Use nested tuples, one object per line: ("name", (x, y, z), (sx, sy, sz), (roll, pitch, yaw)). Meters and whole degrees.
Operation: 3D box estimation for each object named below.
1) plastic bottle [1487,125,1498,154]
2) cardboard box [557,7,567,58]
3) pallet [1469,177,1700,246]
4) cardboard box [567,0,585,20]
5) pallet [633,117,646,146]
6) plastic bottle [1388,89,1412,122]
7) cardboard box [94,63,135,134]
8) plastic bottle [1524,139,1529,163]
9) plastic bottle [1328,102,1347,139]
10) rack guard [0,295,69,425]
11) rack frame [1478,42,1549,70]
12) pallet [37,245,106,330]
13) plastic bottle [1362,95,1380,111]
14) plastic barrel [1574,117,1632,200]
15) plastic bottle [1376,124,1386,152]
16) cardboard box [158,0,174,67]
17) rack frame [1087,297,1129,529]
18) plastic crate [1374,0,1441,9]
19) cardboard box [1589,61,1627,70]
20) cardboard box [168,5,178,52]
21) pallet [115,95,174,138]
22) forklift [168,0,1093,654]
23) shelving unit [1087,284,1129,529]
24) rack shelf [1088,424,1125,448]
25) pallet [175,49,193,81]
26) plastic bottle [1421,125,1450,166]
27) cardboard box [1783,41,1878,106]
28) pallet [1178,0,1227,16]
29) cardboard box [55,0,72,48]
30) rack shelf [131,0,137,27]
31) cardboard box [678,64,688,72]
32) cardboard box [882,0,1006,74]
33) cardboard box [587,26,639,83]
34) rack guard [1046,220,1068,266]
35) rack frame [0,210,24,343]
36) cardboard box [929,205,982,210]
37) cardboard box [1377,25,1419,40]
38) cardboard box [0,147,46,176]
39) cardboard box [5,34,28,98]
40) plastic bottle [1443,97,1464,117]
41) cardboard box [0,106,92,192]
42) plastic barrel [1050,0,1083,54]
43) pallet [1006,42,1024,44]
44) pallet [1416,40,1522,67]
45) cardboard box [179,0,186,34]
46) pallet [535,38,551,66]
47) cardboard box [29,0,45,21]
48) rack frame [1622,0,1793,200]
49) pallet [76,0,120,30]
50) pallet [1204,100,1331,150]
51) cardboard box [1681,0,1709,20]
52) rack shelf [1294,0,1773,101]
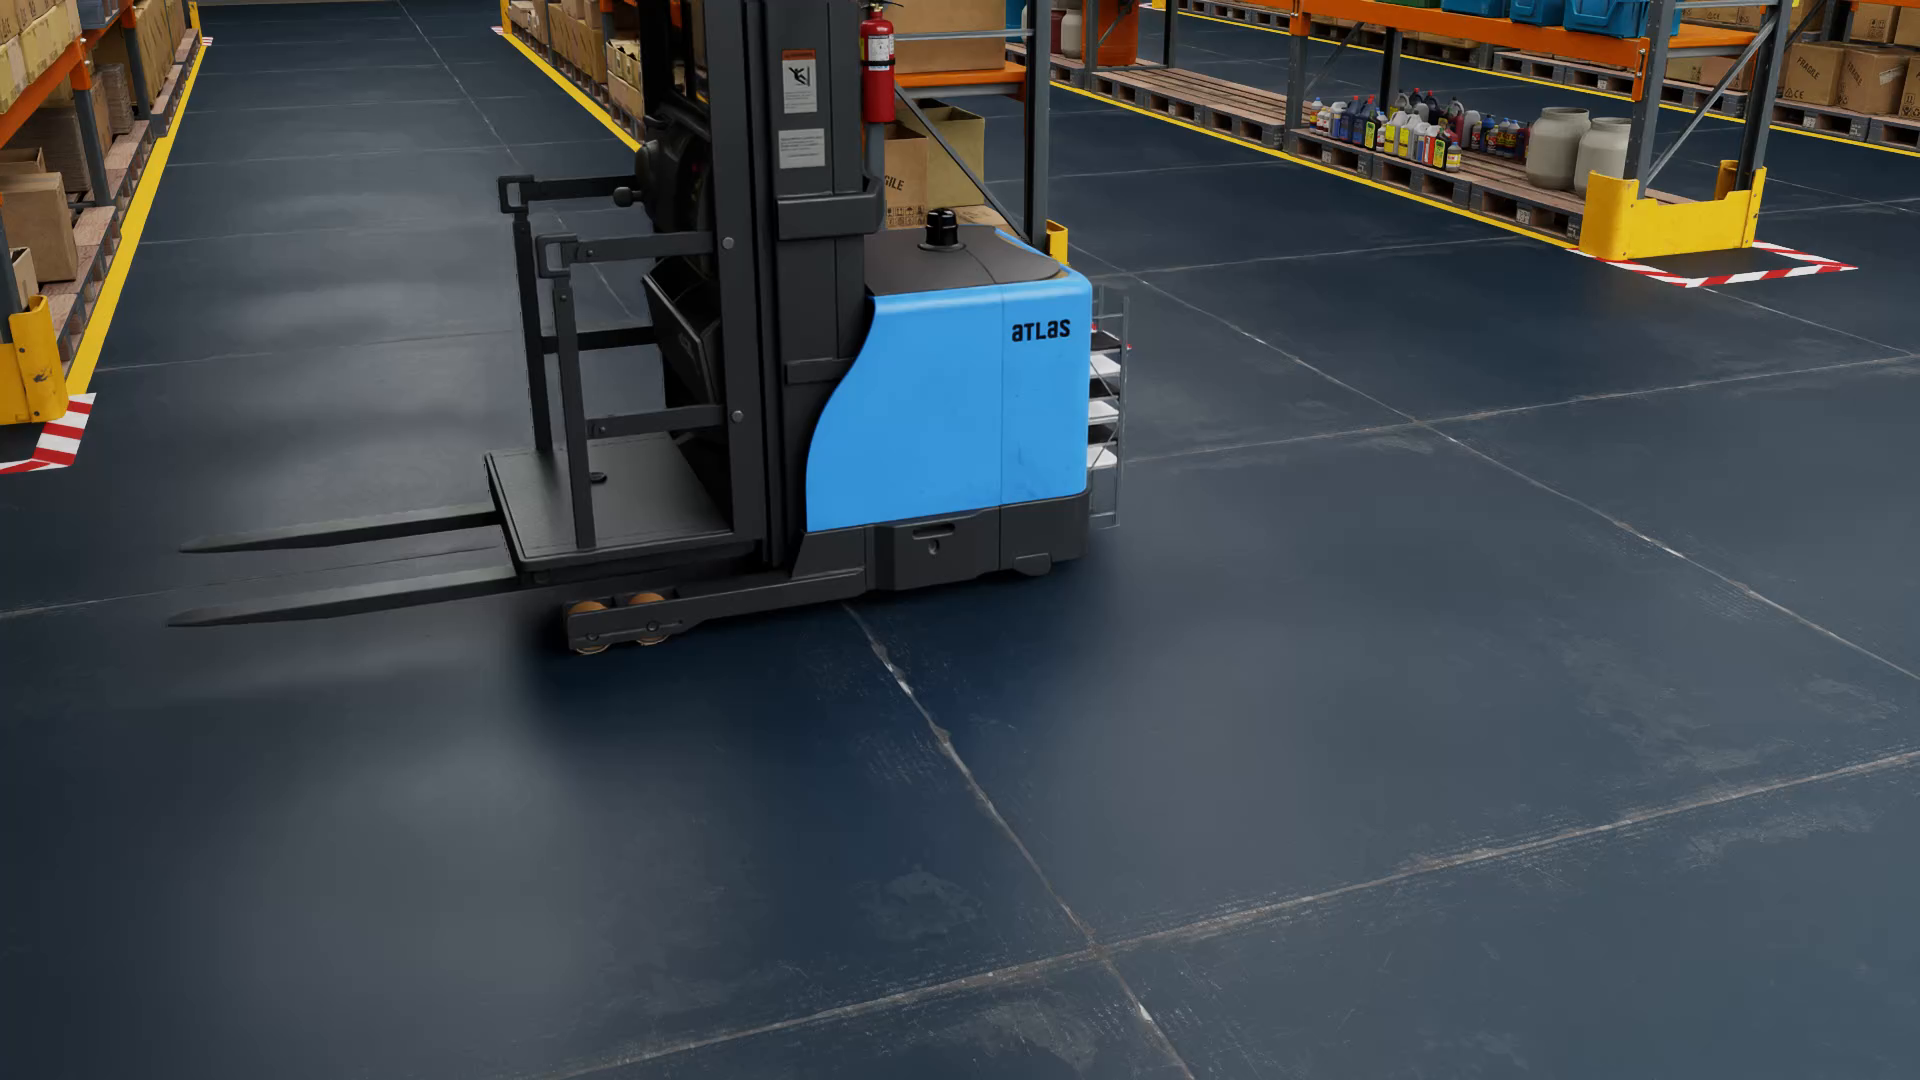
("plastic bottle", (4.076, -3.053, 12.668), (0.097, 0.201, 0.097), (0, 23, 0))
("cardboard box", (-4.117, -5.573, 18.261), (0.500, 0.500, 0.500), (-8, 24, -18))
("pallet", (4.263, -2.273, 11.372), (1.003, 0.211, 1.213), (-8, 24, -19))
("cardboard box", (-3.785, -5.565, 17.278), (0.500, 0.250, 0.500), (-9, 24, -20))
("pallet", (-2.164, -3.438, 14.135), (1.003, 0.211, 1.213), (-8, 24, -19))
("plastic bottle", (3.565, -3.463, 13.447), (0.144, 0.351, 0.185), (-8, 24, -19))
("cardboard box", (-7.175, -3.585, 13.546), (0.700, 0.500, 0.500), (-8, 24, -18))
("plastic bottle", (4.231, -2.894, 12.290), (0.097, 0.201, 0.097), (0, 23, 0))
("plastic bottle", (3.045, -3.353, 13.283), (0.152, 0.276, 0.135), (-7, 24, -17))
("rack guard", (-4.679, -0.758, 7.404), (1.175, 0.500, 0.348), (-8, 24, -19))
("rack frame", (6.424, -6.828, 18.587), (1.000, 3.000, 0.127), (-8, 24, -19))
("pallet", (-5.360, -1.367, 9.222), (1.003, 0.211, 1.213), (-8, 24, -19))
("plastic bottle", (3.235, -3.346, 13.172), (0.144, 0.351, 0.185), (-8, 24, -19))
("plastic barrel", (4.312, -2.517, 11.022), (0.421, 0.512, 0.421), (0, 23, 0))
("plastic bottle", (3.245, -3.083, 12.739), (0.097, 0.201, 0.097), (0, 23, 0))
("cardboard box", (-8.540, -5.227, 17.016), (0.750, 0.750, 0.750), (-8, 24, -18))
("rack frame", (0.499, -0.448, 6.155), (0.240, 0.900, 0.006), (-9, 24, -20))
("plastic crate", (3.418, -4.065, 12.306), (0.450, 0.188, 0.662), (-8, 24, -19))
("cardboard box", (7.094, -5.233, 17.456), (0.700, 0.500, 0.500), (-6, 24, -15))
("cardboard box", (-9.234, -5.753, 18.714), (0.700, 0.500, 0.500), (-9, 24, -20))
("pallet", (-7.686, -3.801, 14.996), (1.003, 0.211, 1.213), (-8, 24, -19))
("forklift", (-1.110, -1.213, 5.355), (3.031, 2.935, 1.130), (-8, 24, -19))
("shelving unit", (0.461, -0.485, 6.242), (0.258, 0.900, 0.210), (-9, 24, -20))
("rack shelf", (0.461, -0.371, 6.290), (0.258, 0.077, 0.200), (-9, 24, -20))
("pallet", (-9.087, -5.244, 18.421), (1.003, 0.211, 1.213), (-8, 24, -19))
("plastic bottle", (3.494, -2.891, 12.189), (0.152, 0.276, 0.135), (-8, 24, -19))
("cardboard box", (7.940, -4.265, 15.185), (0.500, 0.500, 0.500), (-9, 25, -21))
("pallet", (3.953, -8.170, 25.362), (1.003, 0.211, 1.213), (-8, 24, -19))
("cardboard box", (-5.446, -2.963, 9.585), (0.500, 0.250, 0.500), (-8, 24, -19))
("rack shelf", (-8.185, -5.184, 15.614), (1.077, 0.370, 4.000), (-8, 24, -19))
("cardboard box", (-2.207, -3.679, 13.394), (0.500, 0.311, 0.500), (-8, 24, -19))
("cardboard box", (-0.172, -2.781, 8.856), (0.700, 0.500, 0.500), (-8, 24, -19))
("cardboard box", (-3.395, -4.828, 16.496), (0.500, 0.500, 0.500), (-7, 24, -17))
("rack guard", (-0.011, -1.402, 8.934), (1.175, 0.500, 0.348), (-8, 24, -19))
("rack frame", (-4.652, -1.882, 6.853), (1.000, 3.000, 0.127), (-8, 24, -19))
("cardboard box", (-0.181, -1.896, 9.886), (0.500, 0.250, 0.500), (-8, 24, -19))
("cardboard box", (5.892, -6.621, 20.291), (1.225, 0.875, 0.875), (-8, 24, -19))
("cardboard box", (-5.661, -2.015, 9.820), (0.500, 0.500, 0.500), (-10, 25, -23))
("cardboard box", (-4.724, -2.230, 7.845), (0.500, 0.250, 0.500), (-9, 25, -21))
("plastic bottle", (3.882, -3.295, 13.050), (0.144, 0.351, 0.185), (-8, 24, -19))
("cardboard box", (-6.341, -2.651, 11.331), (0.700, 0.500, 0.500), (-7, 24, -17))
("plastic barrel", (1.202, -5.816, 18.751), (0.600, 0.588, 0.708), (-8, 24, -19))
("pallet", (0.610, -6.030, 20.286), (1.003, 0.211, 1.213), (-8, 24, -19))
("pallet", (6.216, -5.840, 19.833), (1.003, 0.211, 1.213), (-8, 24, -19))
("cardboard box", (-9.964, -6.497, 20.479), (0.700, 0.500, 0.500), (-8, 24, -19))
("pallet", (-4.500, -5.888, 19.948), (1.003, 0.211, 1.213), (-8, 24, -19))
("cardboard box", (-5.075, -2.938, 8.560), (0.500, 0.500, 0.500), (-8, 24, -17))
("rack frame", (4.616, -3.241, 10.078), (1.000, 3.000, 0.127), (-8, 24, -19))
("pallet", (-6.199, -3.545, 11.045), (1.003, 0.211, 1.213), (-8, 24, -19))
("pallet", (2.889, -3.690, 14.733), (1.003, 0.211, 1.213), (-8, 24, -19))
("cardboard box", (10.085, -7.281, 22.341), (0.500, 0.500, 0.500), (-8, 24, -18))
("rack shelf", (3.910, -3.637, 11.942), (1.077, 0.370, 4.000), (-8, 24, -19))
